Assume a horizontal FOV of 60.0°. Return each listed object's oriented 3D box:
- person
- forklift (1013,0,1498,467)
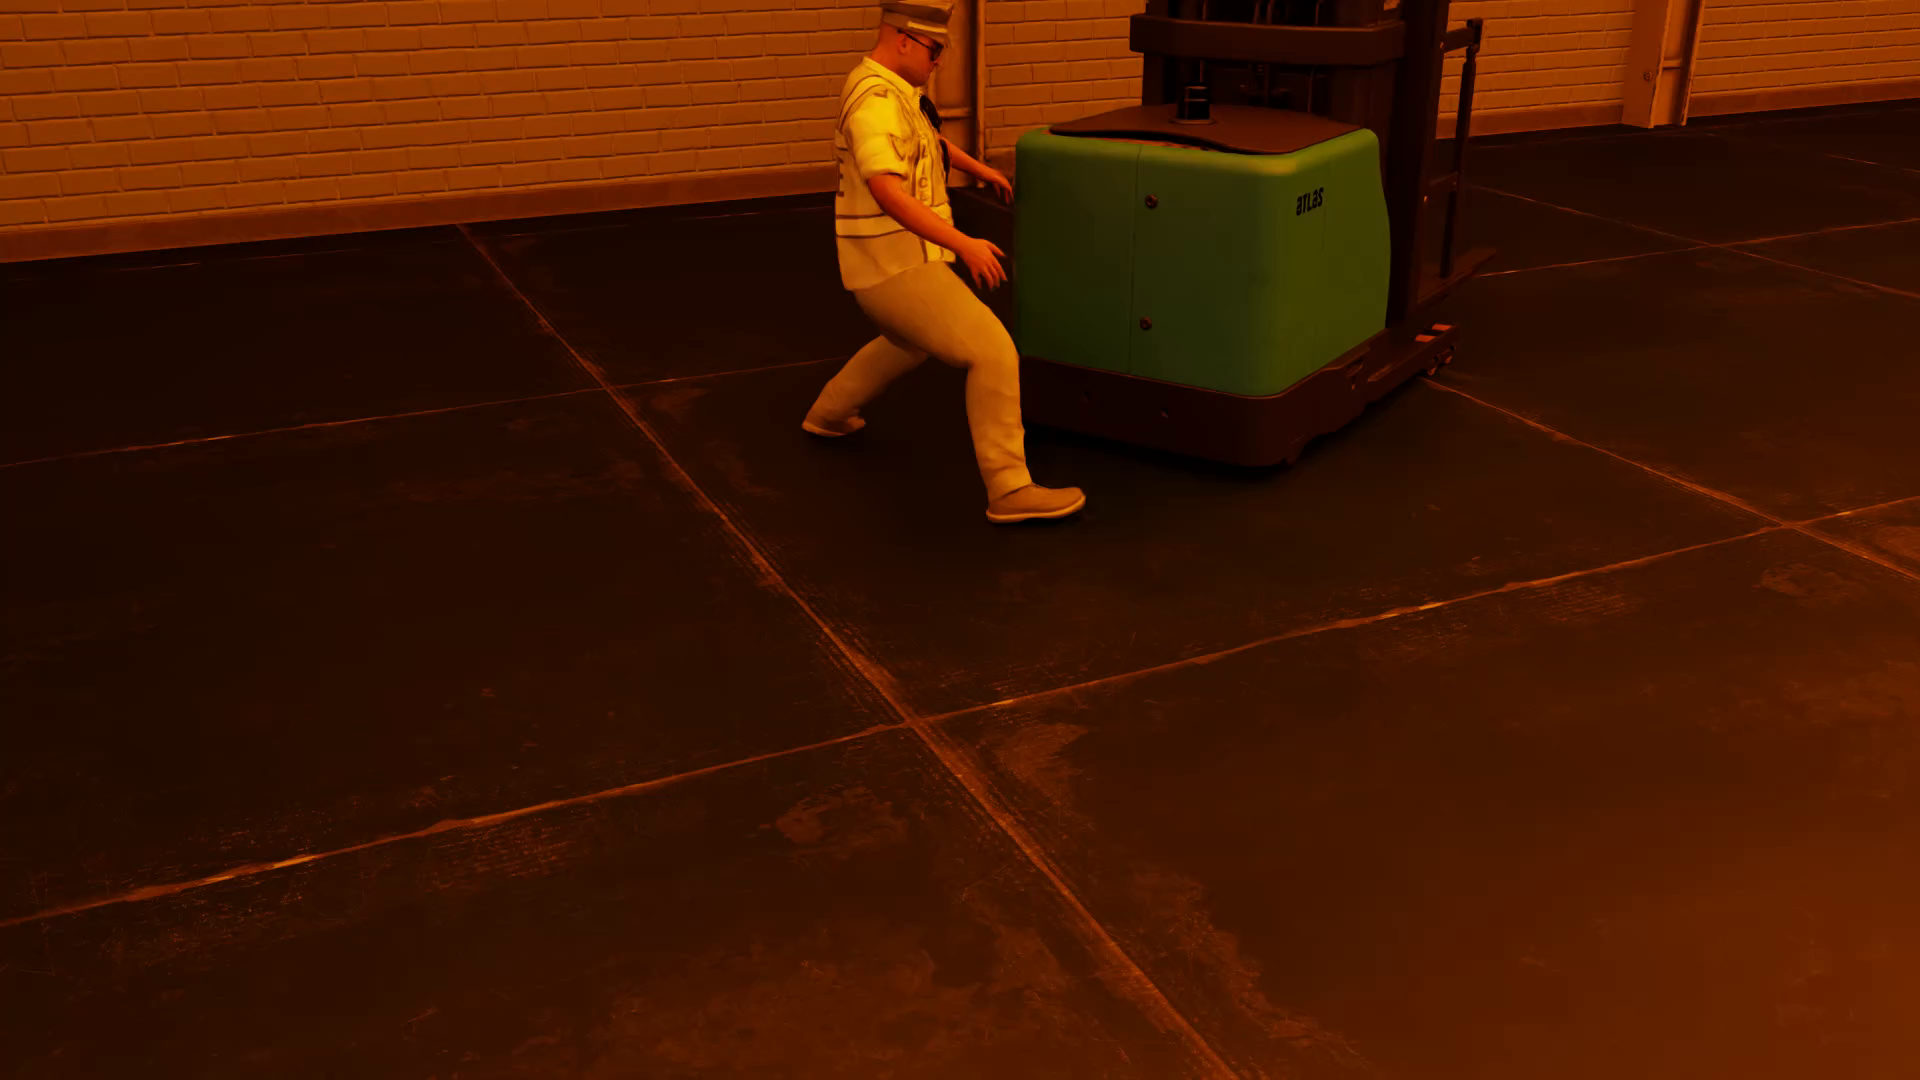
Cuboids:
[{"bbox_3d":[-0.079,-0.938,5.385,0.966,1.600,1.066,0,23,1],"label":"person"},{"bbox_3d":[1.409,-2.106,6.356,1.130,2.935,3.031,14,27,31],"label":"forklift"}]
